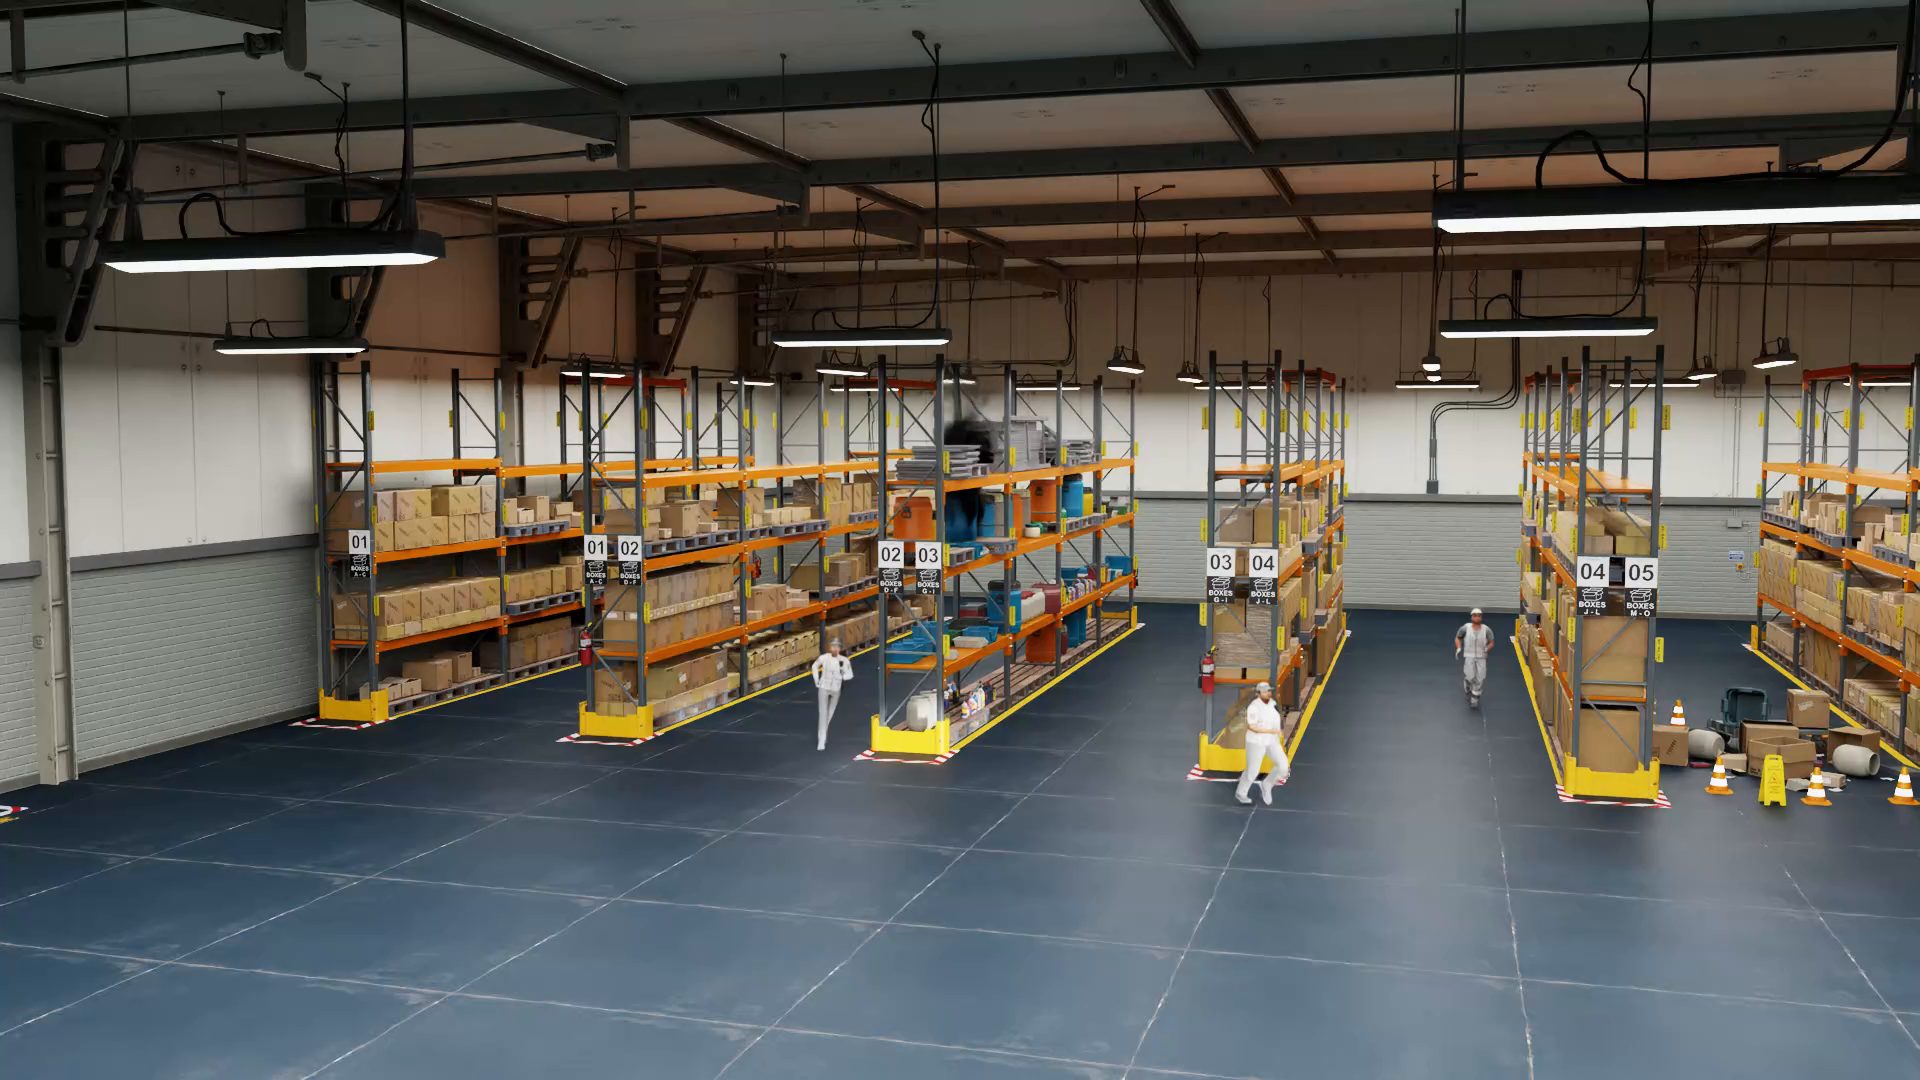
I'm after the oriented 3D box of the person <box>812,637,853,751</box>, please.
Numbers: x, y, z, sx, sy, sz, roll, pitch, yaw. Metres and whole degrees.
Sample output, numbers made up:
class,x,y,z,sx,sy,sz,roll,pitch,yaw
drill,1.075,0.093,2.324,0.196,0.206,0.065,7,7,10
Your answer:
class,x,y,z,sx,sy,sz,roll,pitch,yaw
person,-1.965,2.349,25.672,0.608,1.736,0.788,-1,4,-11

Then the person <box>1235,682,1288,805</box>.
class,x,y,z,sx,sy,sz,roll,pitch,yaw
person,3.945,2.630,21.552,0.619,1.621,0.808,-2,5,-28

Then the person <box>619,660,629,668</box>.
class,x,y,z,sx,sy,sz,roll,pitch,yaw
person,-6.050,1.947,30.572,0.709,1.737,0.757,0,4,2

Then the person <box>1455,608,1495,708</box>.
class,x,y,z,sx,sy,sz,roll,pitch,yaw
person,8.974,2.063,28.960,0.656,1.739,0.587,1,4,12
